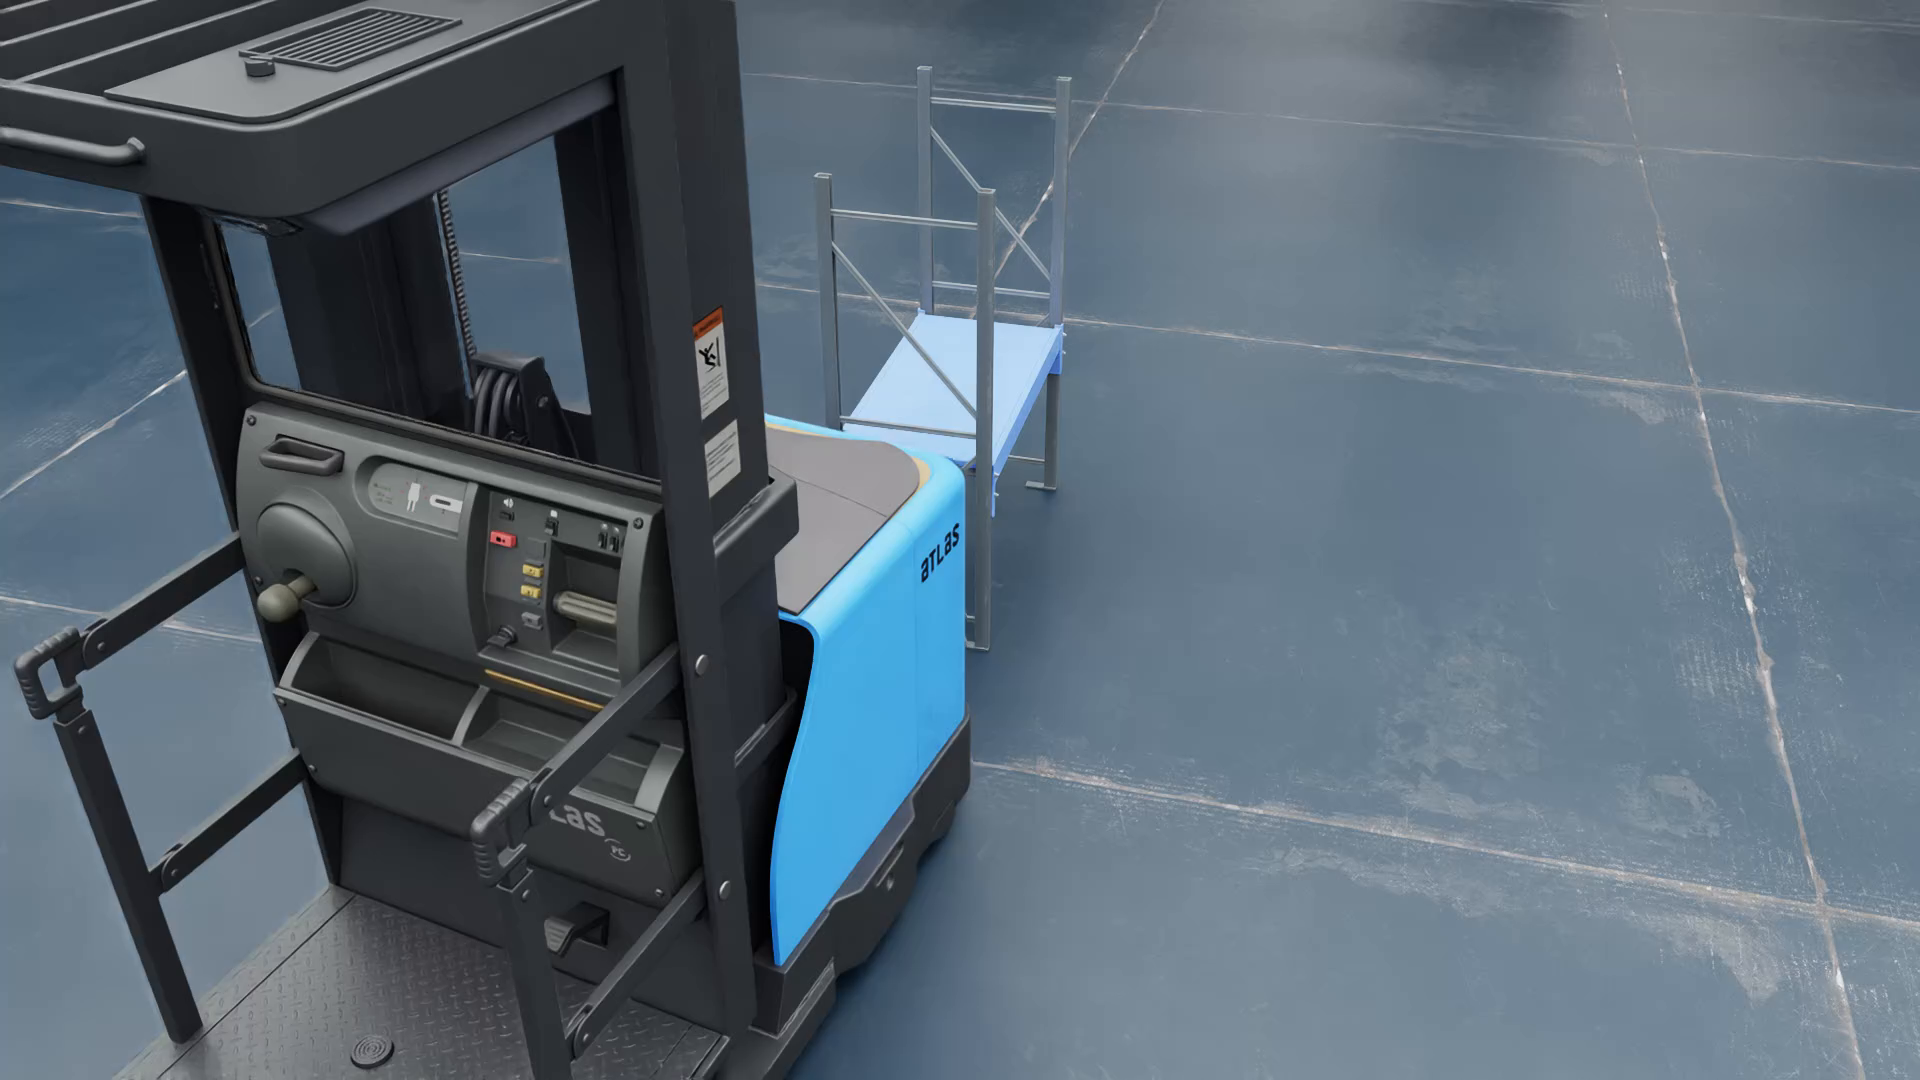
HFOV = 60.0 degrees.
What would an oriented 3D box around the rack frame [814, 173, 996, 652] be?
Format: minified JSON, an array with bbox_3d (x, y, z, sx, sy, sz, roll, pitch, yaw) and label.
[{"bbox_3d":[-0.151,-0.325,4.863,0.500,1.500,0.032,8,33,12],"label":"rack frame"}]

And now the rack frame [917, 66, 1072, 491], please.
[{"bbox_3d":[0.107,-0.852,5.693,0.500,1.500,0.032,8,33,12],"label":"rack frame"}]

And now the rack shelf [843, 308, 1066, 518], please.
[{"bbox_3d":[-0.022,-0.437,5.374,0.538,0.185,1.000,8,33,12],"label":"rack shelf"}]

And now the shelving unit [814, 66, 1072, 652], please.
[{"bbox_3d":[-0.022,-0.589,5.278,0.538,1.500,1.048,8,33,12],"label":"shelving unit"}]

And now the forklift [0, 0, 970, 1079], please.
[{"bbox_3d":[-1.052,0.076,2.898,1.130,2.935,3.031,14,35,21],"label":"forklift"}]
